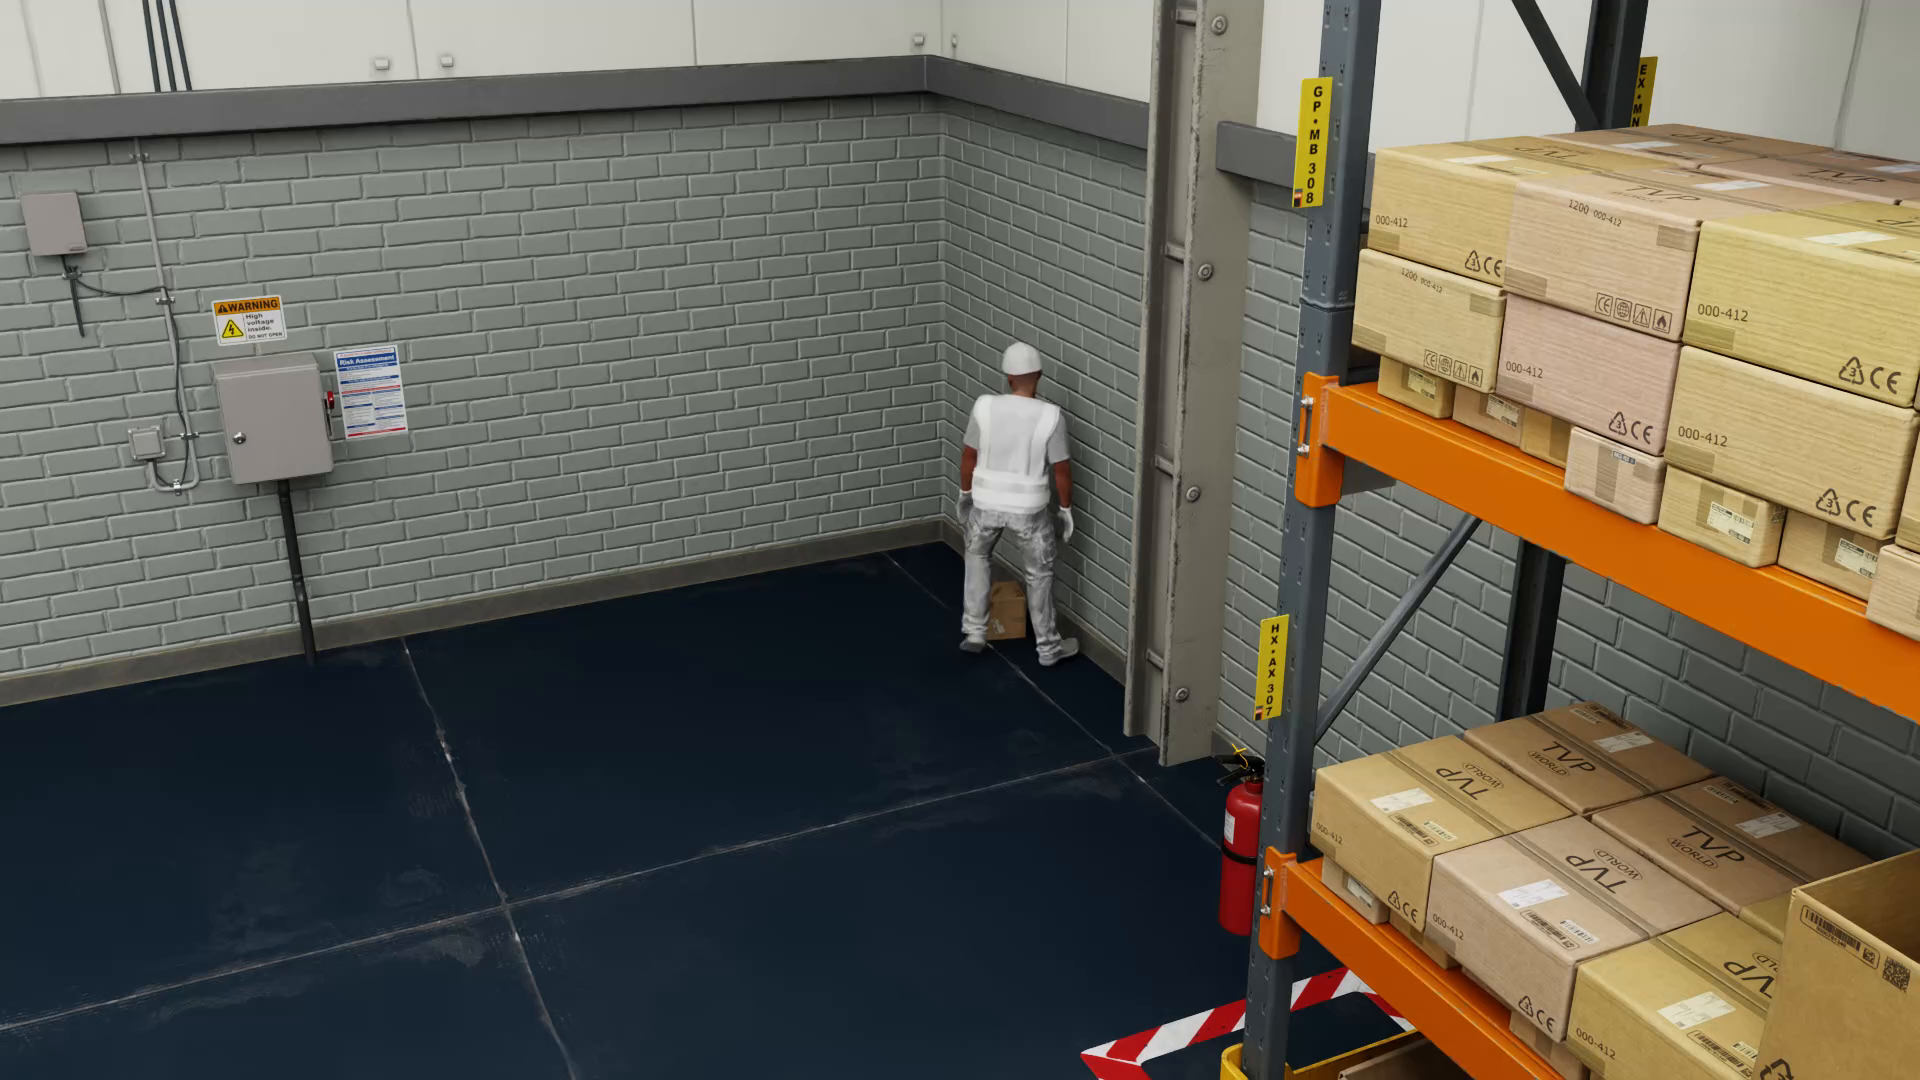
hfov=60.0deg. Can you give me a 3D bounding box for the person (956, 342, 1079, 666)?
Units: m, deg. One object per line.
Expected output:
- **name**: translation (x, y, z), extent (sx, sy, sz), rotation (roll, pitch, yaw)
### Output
- **person**: translation (0.311, -0.172, 8.973), extent (0.682, 1.801, 0.412), rotation (6, 23, 14)
